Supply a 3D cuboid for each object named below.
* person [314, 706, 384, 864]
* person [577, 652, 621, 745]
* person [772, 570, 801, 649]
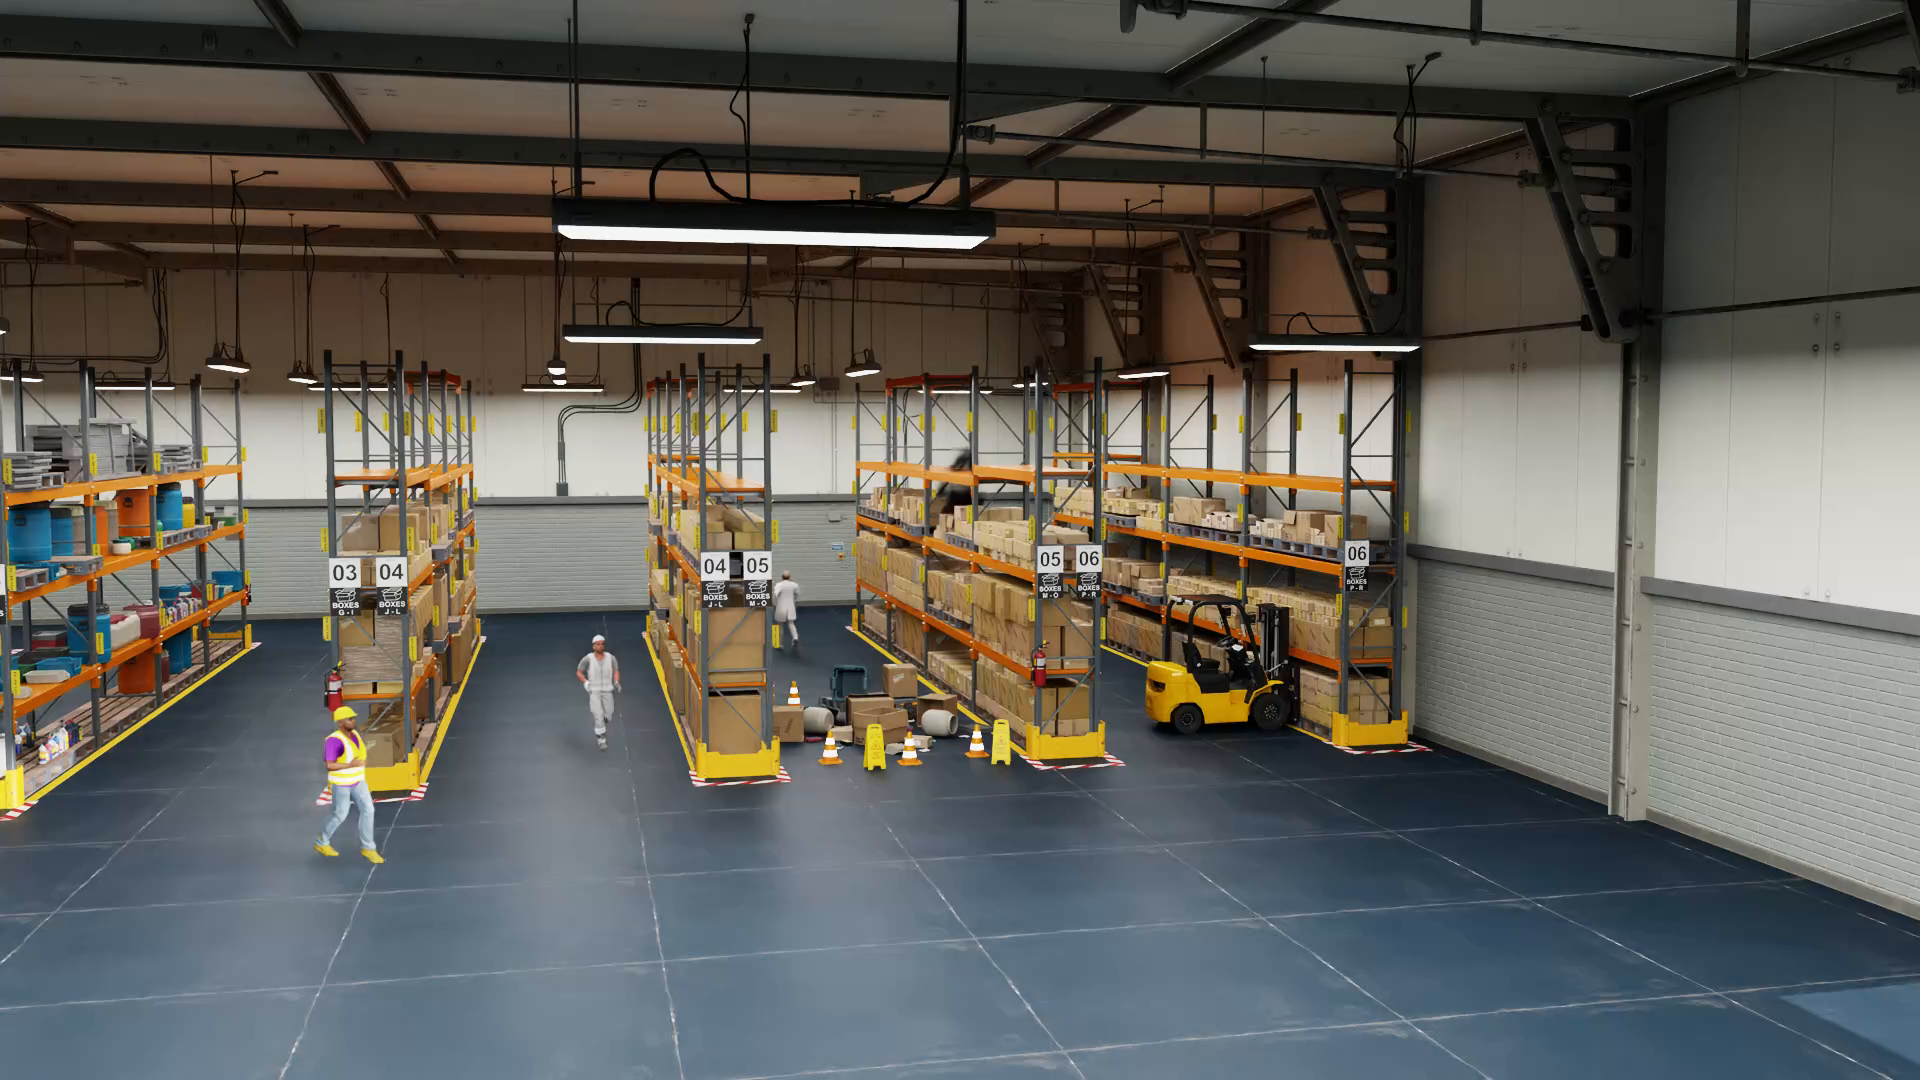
[{"bbox_3d":[-7.010,2.799,18.956,0.830,1.824,0.681,1,4,19],"label":"person"},{"bbox_3d":[-5.574,2.436,25.733,0.628,1.443,0.519,-2,4,-25],"label":"person"},{"bbox_3d":[-3.843,1.543,36.695,0.711,1.753,1.054,-2,4,-23],"label":"person"}]
